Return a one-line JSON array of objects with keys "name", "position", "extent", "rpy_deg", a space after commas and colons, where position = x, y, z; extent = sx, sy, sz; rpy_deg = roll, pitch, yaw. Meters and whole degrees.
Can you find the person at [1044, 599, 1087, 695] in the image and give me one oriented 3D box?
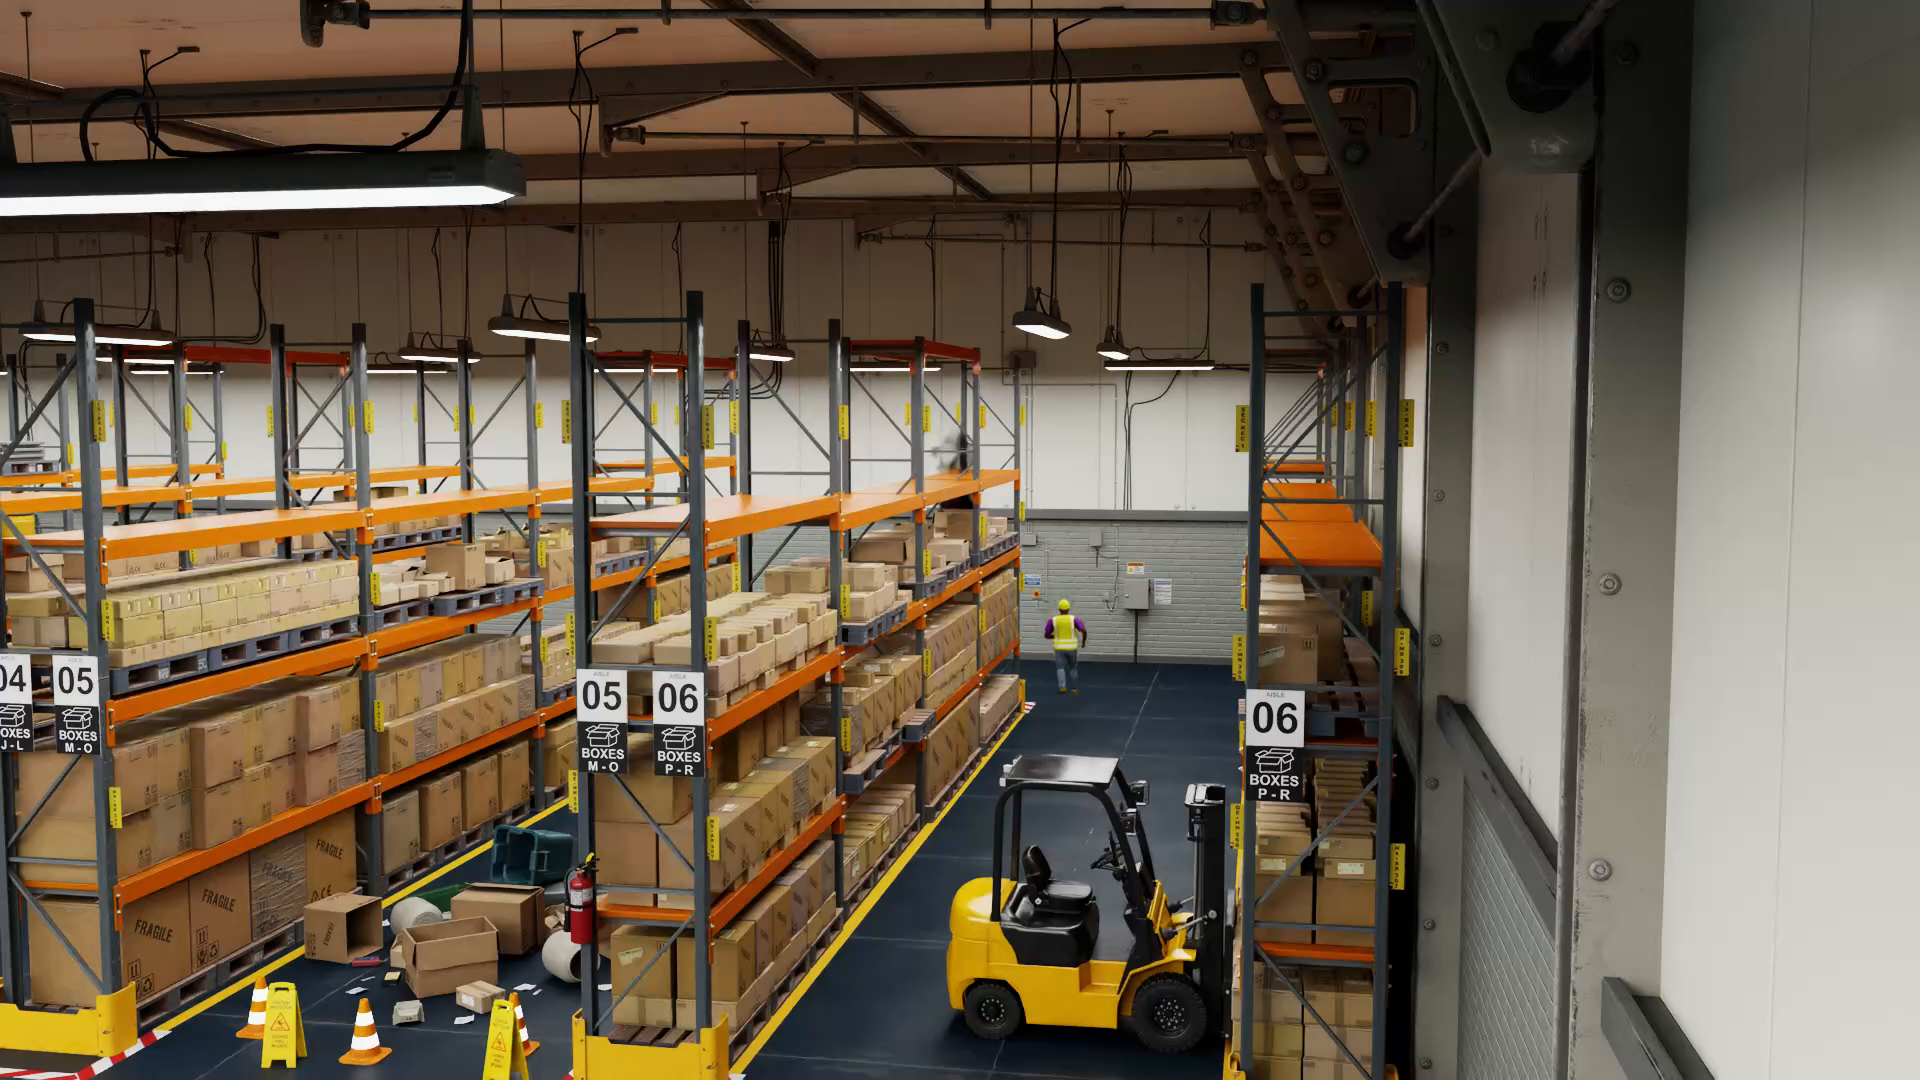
[{"name": "person", "position": [1.810, 1.858, 28.668], "extent": [0.733, 1.716, 0.959], "rpy_deg": [0, 5, 2]}]
